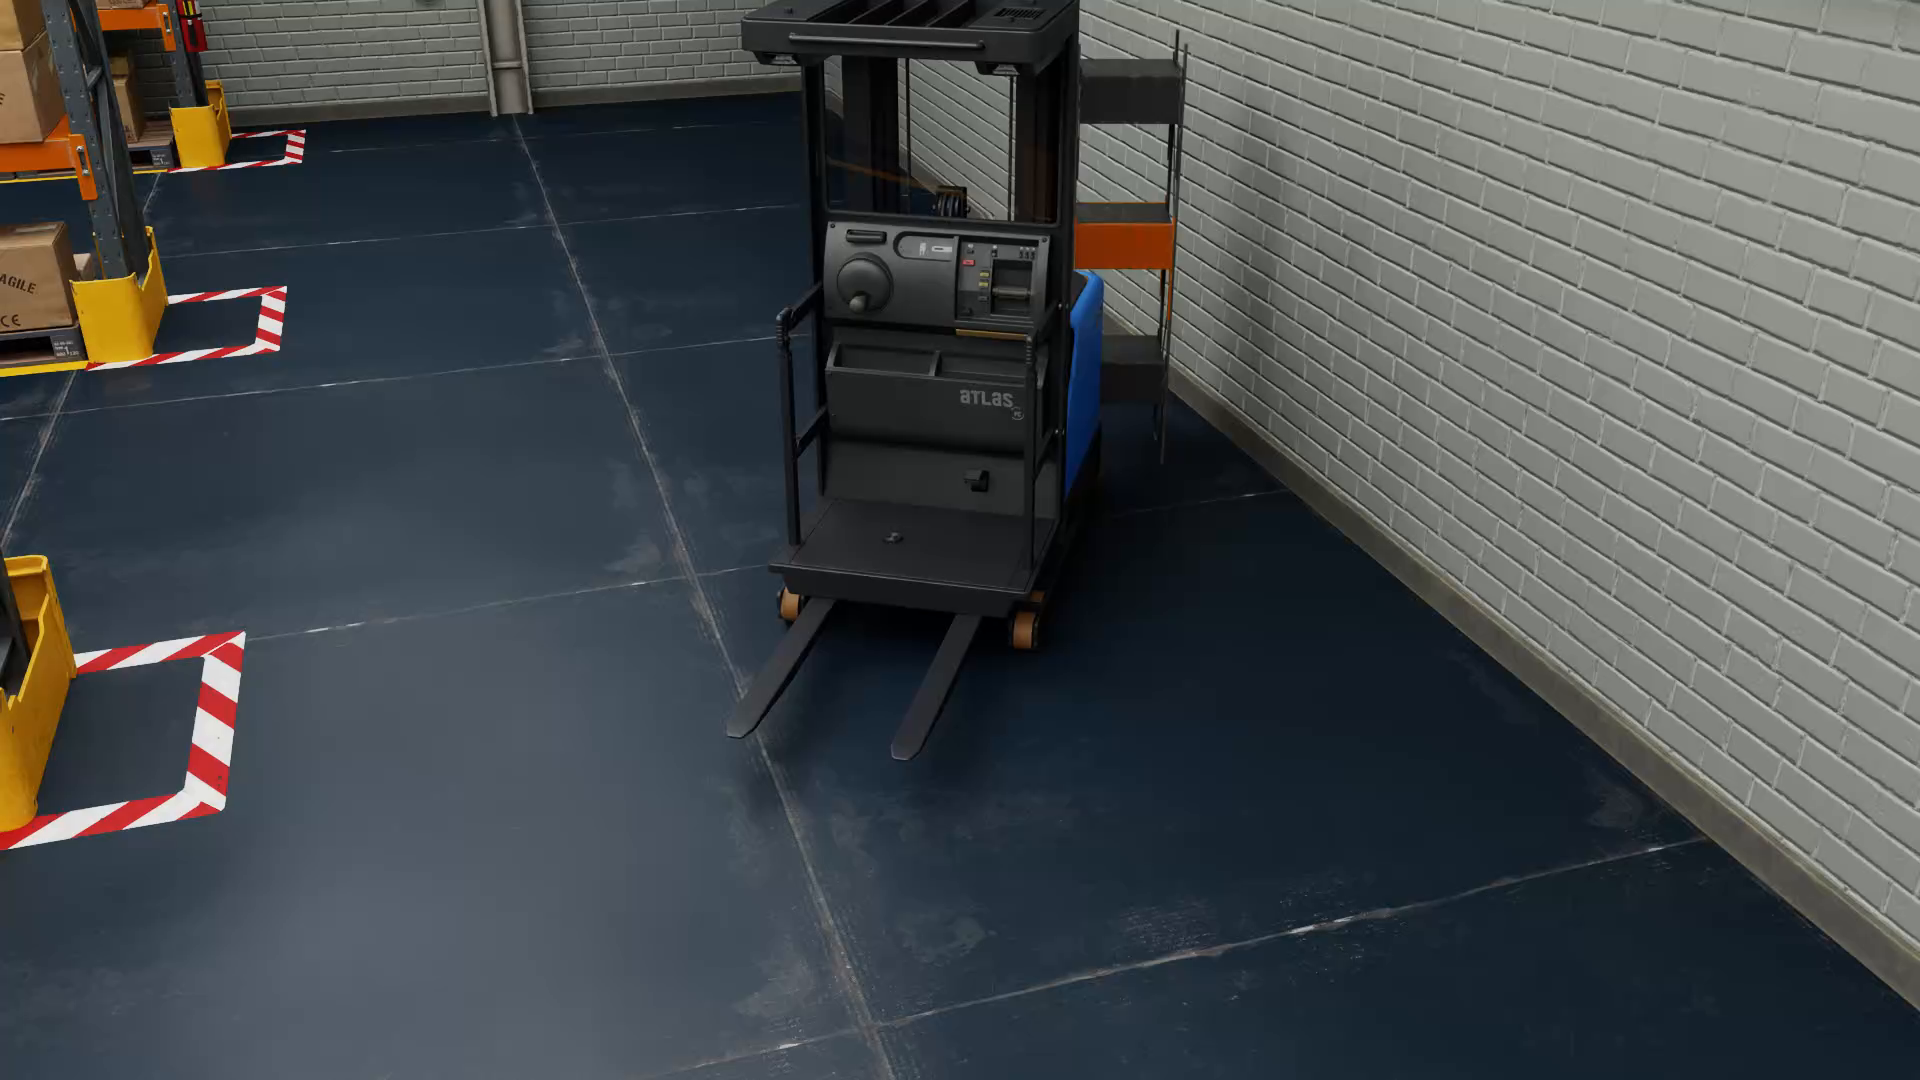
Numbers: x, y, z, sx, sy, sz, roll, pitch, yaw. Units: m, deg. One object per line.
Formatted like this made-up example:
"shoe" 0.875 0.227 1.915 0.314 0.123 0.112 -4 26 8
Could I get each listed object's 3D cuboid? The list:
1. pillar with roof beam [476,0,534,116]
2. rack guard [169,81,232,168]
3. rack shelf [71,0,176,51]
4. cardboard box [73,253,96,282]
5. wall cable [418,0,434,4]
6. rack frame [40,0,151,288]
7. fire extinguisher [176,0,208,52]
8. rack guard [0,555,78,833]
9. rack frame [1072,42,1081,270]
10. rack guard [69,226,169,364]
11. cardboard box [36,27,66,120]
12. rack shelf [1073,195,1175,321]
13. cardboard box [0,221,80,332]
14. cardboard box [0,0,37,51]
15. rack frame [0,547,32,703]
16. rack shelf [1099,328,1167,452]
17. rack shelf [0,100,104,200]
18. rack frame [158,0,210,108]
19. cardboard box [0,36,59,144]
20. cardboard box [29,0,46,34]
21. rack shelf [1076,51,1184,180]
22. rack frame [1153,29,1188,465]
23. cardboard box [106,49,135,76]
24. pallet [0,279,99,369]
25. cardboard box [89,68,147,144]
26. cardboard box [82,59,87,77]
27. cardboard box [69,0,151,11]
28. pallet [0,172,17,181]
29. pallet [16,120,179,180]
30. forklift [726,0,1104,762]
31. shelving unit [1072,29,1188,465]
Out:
"pillar with roof beam" -3.008 -6.358 10.437 0.400 9.000 9.100 -8 28 -16
"rack guard" -6.617 -3.638 14.515 0.348 0.500 1.175 -8 28 -16
"rack shelf" -8.542 -4.156 13.558 4.000 0.370 1.077 -8 28 -16
"cardboard box" -5.607 -1.668 10.447 0.250 0.149 0.380 -8 28 -16
"wall cable" -5.716 -5.785 14.887 1.851 1.984 0.084 -8 28 -16
"rack frame" -5.103 -2.660 9.734 0.127 3.000 1.000 -8 28 -16
"fire extinguisher" -6.354 -4.378 13.701 0.183 0.674 0.296 -8 28 -16
"rack guard" -3.553 0.546 6.088 0.348 0.500 1.175 -8 28 -16
"rack frame" 0.548 -1.415 8.240 0.015 2.100 0.400 0 26 1
"rack guard" -5.175 -1.530 10.269 0.348 0.500 1.175 -8 28 -16
"cardboard box" -5.606 -2.755 9.814 0.500 0.500 0.500 -8 27 -15
"rack shelf" 0.792 -1.402 8.243 0.480 0.518 0.431 0 26 1
"cardboard box" -5.543 -1.558 9.832 0.500 0.500 0.500 -8 28 -16
"cardboard box" -5.441 -2.975 9.132 0.500 0.500 0.500 -8 28 -17
"rack frame" -3.572 -0.565 5.515 0.127 3.000 1.000 -8 28 -16
"rack shelf" 0.792 -0.775 8.554 0.480 0.518 0.431 0 26 1
"rack shelf" -7.004 -2.062 9.340 4.000 0.370 1.077 -8 28 -16
"rack frame" -6.640 -4.754 13.952 0.127 3.000 1.000 -8 28 -16
"cardboard box" -5.444 -2.528 9.356 0.500 0.500 0.500 -7 27 -15
"cardboard box" -5.606 -3.203 9.591 0.500 0.500 0.500 -7 27 -15
"rack shelf" 0.792 -2.029 7.932 0.480 0.518 0.431 0 26 1
"rack frame" 1.036 -1.413 8.234 0.015 2.100 0.400 0 26 1
"cardboard box" -7.218 -4.076 14.196 0.250 0.149 0.380 -8 28 -16
"pallet" -5.933 -1.290 10.112 1.213 0.211 1.003 -8 28 -16
"cardboard box" -7.275 -3.684 14.135 0.500 0.500 0.700 -8 28 -16
"cardboard box" -7.340 -3.879 13.800 0.250 0.149 0.380 -9 28 -17
"cardboard box" -7.122 -4.814 13.736 0.700 0.700 0.980 -7 27 -14
"pallet" -8.534 -3.195 13.949 1.213 0.211 1.003 -8 28 -16
"pallet" -7.376 -3.362 14.284 1.213 0.211 1.003 -8 28 -16
"forklift" -0.146 -1.044 6.556 1.130 2.935 3.031 6 27 12
"shelving unit" 0.792 -1.414 8.237 0.503 2.100 0.431 0 26 1
